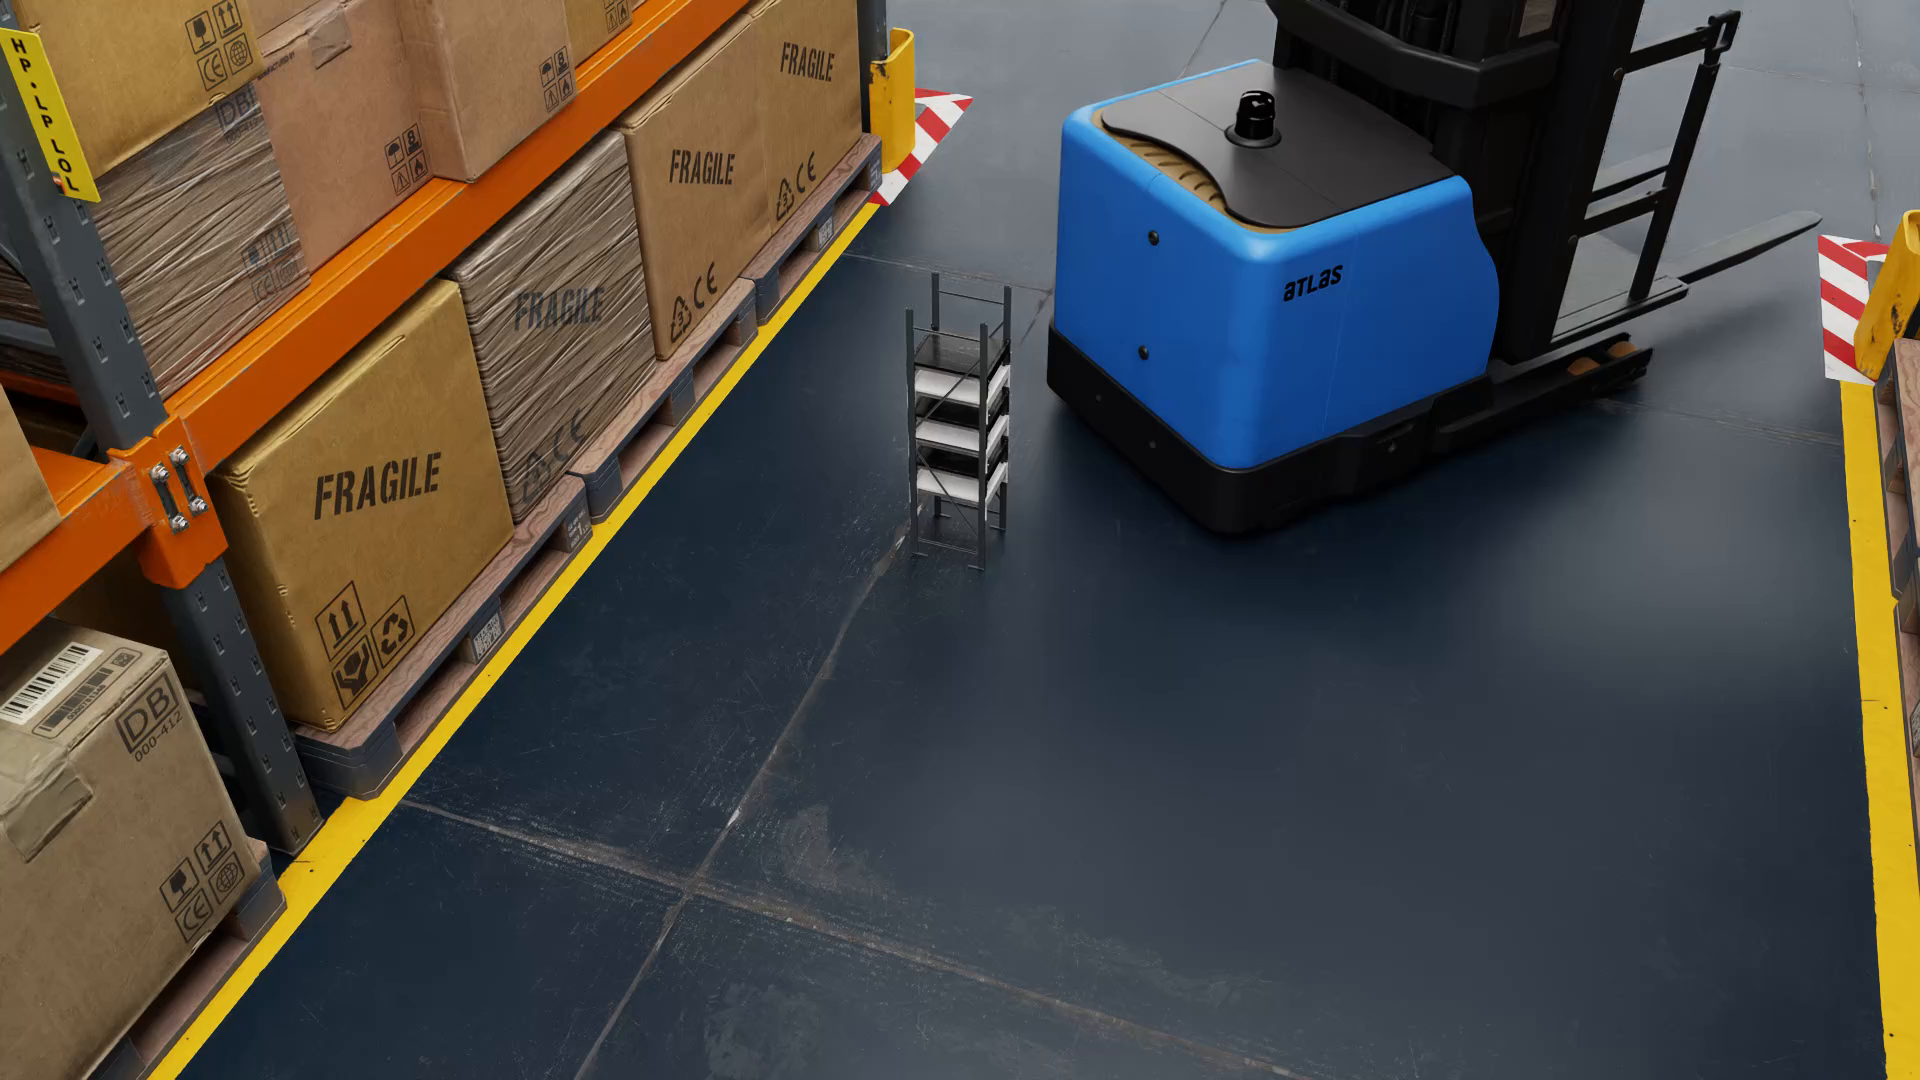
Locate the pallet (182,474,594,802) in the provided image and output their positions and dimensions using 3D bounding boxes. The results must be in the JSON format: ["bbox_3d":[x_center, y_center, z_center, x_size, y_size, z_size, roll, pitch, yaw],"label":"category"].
[{"bbox_3d":[-1.826,0.147,4.915,1.003,0.211,1.213,13,42,15],"label":"pallet"}]

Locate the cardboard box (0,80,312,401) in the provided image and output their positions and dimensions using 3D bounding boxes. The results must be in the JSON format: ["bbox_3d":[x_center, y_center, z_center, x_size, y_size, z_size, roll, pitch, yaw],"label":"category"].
[{"bbox_3d":[-2.045,-0.752,3.705,0.875,0.550,0.550,13,42,15],"label":"cardboard box"}]

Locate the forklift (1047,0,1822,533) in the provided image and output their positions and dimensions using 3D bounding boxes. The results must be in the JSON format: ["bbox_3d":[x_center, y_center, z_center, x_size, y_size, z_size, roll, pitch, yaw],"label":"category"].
[{"bbox_3d":[1.829,-1.855,5.166,3.031,2.935,1.130,-21,45,-23],"label":"forklift"}]

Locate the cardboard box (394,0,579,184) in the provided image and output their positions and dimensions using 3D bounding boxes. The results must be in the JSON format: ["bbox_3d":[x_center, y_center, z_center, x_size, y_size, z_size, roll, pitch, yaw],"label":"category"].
[{"bbox_3d":[-1.583,-1.396,4.459,0.875,0.550,0.550,13,42,15],"label":"cardboard box"}]

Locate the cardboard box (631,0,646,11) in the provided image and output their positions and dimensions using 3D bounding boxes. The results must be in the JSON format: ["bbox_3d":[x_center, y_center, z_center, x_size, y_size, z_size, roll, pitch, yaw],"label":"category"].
[{"bbox_3d":[-1.353,-2.074,5.254,0.875,0.550,0.550,13,42,15],"label":"cardboard box"}]

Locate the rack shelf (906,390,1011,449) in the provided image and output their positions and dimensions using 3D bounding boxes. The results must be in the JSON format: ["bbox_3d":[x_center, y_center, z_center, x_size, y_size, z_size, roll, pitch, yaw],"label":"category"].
[{"bbox_3d":[-0.003,-0.381,4.915,0.258,0.077,0.200,13,42,15],"label":"rack shelf"}]

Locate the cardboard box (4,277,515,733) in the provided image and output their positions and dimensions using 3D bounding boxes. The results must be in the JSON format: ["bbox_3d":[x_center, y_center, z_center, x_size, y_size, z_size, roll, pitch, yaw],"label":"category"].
[{"bbox_3d":[-1.879,-0.187,4.471,0.875,0.875,0.875,14,42,16],"label":"cardboard box"}]

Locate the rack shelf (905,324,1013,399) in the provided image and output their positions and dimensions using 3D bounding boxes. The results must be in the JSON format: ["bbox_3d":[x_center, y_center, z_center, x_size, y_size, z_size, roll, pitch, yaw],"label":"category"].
[{"bbox_3d":[-0.003,-0.517,4.799,0.258,0.077,0.200,13,42,15],"label":"rack shelf"}]

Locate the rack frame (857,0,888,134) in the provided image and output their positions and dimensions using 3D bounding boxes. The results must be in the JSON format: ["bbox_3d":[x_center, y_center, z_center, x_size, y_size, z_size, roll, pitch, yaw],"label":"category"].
[{"bbox_3d":[-0.792,-2.907,6.346,1.000,3.000,0.127,13,42,15],"label":"rack frame"}]

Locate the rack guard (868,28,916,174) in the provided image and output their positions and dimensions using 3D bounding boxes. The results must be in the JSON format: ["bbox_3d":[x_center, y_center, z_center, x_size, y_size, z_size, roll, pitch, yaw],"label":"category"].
[{"bbox_3d":[-0.784,-1.971,7.175,1.175,0.500,0.348,13,42,15],"label":"rack guard"}]

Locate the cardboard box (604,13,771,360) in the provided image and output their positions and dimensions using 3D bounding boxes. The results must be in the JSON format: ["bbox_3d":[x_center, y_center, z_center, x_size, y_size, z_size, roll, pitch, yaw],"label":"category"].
[{"bbox_3d":[-1.261,-1.293,5.768,0.875,0.875,0.875,13,42,14],"label":"cardboard box"}]

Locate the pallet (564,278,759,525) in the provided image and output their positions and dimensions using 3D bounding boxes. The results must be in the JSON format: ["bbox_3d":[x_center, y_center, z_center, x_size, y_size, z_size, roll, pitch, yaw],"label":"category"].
[{"bbox_3d":[-1.411,-0.599,5.790,1.003,0.211,1.213,13,42,15],"label":"pallet"}]

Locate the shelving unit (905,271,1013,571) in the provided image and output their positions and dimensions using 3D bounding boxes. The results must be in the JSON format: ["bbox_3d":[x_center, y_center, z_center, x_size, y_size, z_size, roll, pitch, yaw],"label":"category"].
[{"bbox_3d":[-0.003,-0.337,4.952,0.258,0.900,0.210,13,42,15],"label":"shelving unit"}]

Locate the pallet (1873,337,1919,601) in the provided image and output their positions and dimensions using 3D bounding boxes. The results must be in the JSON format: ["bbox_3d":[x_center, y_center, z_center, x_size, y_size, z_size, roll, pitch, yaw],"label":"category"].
[{"bbox_3d":[3.497,-0.150,5.263,1.003,0.211,1.213,13,42,15],"label":"pallet"}]

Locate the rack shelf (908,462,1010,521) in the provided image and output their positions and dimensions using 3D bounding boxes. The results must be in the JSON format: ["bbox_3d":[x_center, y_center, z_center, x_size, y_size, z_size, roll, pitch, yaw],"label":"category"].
[{"bbox_3d":[-0.003,-0.175,5.091,0.258,0.077,0.200,13,42,15],"label":"rack shelf"}]

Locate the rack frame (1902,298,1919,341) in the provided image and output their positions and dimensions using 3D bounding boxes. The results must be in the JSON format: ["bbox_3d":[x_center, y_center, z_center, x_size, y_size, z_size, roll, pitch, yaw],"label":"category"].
[{"bbox_3d":[3.834,-1.744,4.984,1.000,3.000,0.127,13,42,15],"label":"rack frame"}]

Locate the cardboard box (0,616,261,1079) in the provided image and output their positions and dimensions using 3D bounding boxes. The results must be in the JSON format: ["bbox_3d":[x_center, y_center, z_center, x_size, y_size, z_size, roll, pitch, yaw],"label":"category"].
[{"bbox_3d":[-2.287,0.627,3.613,1.050,0.750,0.750,13,42,15],"label":"cardboard box"}]

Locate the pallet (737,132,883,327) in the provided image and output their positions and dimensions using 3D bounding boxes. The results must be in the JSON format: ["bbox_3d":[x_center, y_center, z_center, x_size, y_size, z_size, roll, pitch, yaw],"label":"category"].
[{"bbox_3d":[-0.992,-1.341,6.659,1.003,0.211,1.213,13,42,15],"label":"pallet"}]

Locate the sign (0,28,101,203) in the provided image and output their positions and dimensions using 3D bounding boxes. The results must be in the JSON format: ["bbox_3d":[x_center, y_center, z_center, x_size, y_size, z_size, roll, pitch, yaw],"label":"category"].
[{"bbox_3d":[-1.647,-0.763,3.002,0.100,0.325,0.005,13,42,15],"label":"sign"}]

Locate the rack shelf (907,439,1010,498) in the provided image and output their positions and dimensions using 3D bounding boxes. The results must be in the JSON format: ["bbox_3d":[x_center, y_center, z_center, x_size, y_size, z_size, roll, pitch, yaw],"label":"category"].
[{"bbox_3d":[-0.003,-0.244,5.032,0.258,0.077,0.200,13,42,15],"label":"rack shelf"}]

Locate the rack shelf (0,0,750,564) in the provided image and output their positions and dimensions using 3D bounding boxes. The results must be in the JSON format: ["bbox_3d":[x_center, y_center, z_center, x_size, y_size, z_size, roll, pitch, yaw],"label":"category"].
[{"bbox_3d":[-1.476,-1.413,5.150,1.077,0.370,4.000,13,42,15],"label":"rack shelf"}]

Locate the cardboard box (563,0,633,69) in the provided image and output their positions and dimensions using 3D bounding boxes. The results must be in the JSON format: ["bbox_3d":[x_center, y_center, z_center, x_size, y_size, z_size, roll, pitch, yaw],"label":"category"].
[{"bbox_3d":[-1.496,-1.741,4.864,0.875,0.550,0.500,13,42,15],"label":"cardboard box"}]

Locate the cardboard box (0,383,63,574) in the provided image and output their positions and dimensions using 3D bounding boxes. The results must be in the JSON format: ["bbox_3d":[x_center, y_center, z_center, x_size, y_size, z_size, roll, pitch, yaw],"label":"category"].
[{"bbox_3d":[-2.087,-0.128,3.011,0.500,0.500,0.500,13,42,15],"label":"cardboard box"}]

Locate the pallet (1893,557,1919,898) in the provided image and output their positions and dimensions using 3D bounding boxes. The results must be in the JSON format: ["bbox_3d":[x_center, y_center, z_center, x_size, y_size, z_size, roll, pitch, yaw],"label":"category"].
[{"bbox_3d":[3.079,0.592,4.393,1.003,0.211,1.213,13,42,15],"label":"pallet"}]

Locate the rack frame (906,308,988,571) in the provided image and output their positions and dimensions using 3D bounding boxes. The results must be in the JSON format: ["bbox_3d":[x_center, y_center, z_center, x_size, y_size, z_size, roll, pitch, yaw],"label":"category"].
[{"bbox_3d":[-0.038,-0.275,4.879,0.240,0.900,0.006,13,42,15],"label":"rack frame"}]

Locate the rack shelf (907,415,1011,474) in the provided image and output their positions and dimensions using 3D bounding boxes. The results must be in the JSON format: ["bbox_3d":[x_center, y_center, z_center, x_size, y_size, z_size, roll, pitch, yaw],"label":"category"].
[{"bbox_3d":[-0.003,-0.312,4.974,0.258,0.077,0.200,13,42,15],"label":"rack shelf"}]

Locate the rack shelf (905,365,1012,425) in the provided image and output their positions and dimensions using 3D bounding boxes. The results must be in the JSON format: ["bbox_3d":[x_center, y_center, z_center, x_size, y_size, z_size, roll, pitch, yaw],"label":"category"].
[{"bbox_3d":[-0.003,-0.449,4.857,0.258,0.077,0.200,13,42,15],"label":"rack shelf"}]

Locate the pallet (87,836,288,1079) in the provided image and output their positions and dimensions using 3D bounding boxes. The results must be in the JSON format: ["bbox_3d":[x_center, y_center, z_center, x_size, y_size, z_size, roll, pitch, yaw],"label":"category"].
[{"bbox_3d":[-2.353,1.081,3.820,1.003,0.211,1.213,13,42,15],"label":"pallet"}]

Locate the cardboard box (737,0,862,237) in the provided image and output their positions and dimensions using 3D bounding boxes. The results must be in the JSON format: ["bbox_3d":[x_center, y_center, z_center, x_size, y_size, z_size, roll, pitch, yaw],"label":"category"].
[{"bbox_3d":[-0.962,-1.830,6.397,0.875,0.875,0.875,14,42,15],"label":"cardboard box"}]

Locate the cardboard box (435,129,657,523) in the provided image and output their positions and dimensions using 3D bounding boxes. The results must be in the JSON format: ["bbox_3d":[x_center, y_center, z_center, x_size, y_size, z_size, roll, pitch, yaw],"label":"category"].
[{"bbox_3d":[-1.574,-0.737,5.117,0.875,0.875,0.875,14,42,15],"label":"cardboard box"}]

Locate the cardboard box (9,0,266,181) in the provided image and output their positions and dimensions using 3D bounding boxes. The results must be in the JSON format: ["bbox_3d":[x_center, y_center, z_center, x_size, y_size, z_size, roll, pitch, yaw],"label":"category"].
[{"bbox_3d":[-2.001,-1.152,3.342,0.875,0.550,0.550,13,42,15],"label":"cardboard box"}]

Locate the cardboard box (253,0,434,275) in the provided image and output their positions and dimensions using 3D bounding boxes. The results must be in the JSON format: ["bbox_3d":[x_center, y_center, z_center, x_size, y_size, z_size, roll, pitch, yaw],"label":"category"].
[{"bbox_3d":[-1.878,-1.092,4.104,0.875,0.550,0.550,13,42,15],"label":"cardboard box"}]

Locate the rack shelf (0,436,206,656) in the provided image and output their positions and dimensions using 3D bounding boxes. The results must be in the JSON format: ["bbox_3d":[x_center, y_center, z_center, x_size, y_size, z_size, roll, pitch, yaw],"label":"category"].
[{"bbox_3d":[-2.844,1.026,2.290,1.077,0.370,4.000,13,42,15],"label":"rack shelf"}]

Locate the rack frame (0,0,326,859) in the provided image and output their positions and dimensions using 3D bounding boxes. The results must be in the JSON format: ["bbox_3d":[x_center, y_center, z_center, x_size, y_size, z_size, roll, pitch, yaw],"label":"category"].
[{"bbox_3d":[-2.160,-0.467,3.487,1.000,3.000,0.127,13,42,15],"label":"rack frame"}]

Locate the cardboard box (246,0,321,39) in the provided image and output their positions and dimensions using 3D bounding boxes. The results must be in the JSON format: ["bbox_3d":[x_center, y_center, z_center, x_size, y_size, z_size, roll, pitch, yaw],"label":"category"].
[{"bbox_3d":[-1.922,-1.514,3.766,0.875,0.550,0.550,13,42,15],"label":"cardboard box"}]

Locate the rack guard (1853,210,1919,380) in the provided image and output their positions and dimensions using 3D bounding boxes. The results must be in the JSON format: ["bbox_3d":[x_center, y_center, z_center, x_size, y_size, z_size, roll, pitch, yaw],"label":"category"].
[{"bbox_3d":[3.808,-0.747,5.741,1.175,0.500,0.348,13,42,15],"label":"rack guard"}]

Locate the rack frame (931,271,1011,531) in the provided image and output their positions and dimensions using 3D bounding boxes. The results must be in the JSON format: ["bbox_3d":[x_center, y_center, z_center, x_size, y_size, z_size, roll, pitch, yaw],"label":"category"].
[{"bbox_3d":[0.032,-0.399,5.025,0.240,0.900,0.006,13,42,15],"label":"rack frame"}]
